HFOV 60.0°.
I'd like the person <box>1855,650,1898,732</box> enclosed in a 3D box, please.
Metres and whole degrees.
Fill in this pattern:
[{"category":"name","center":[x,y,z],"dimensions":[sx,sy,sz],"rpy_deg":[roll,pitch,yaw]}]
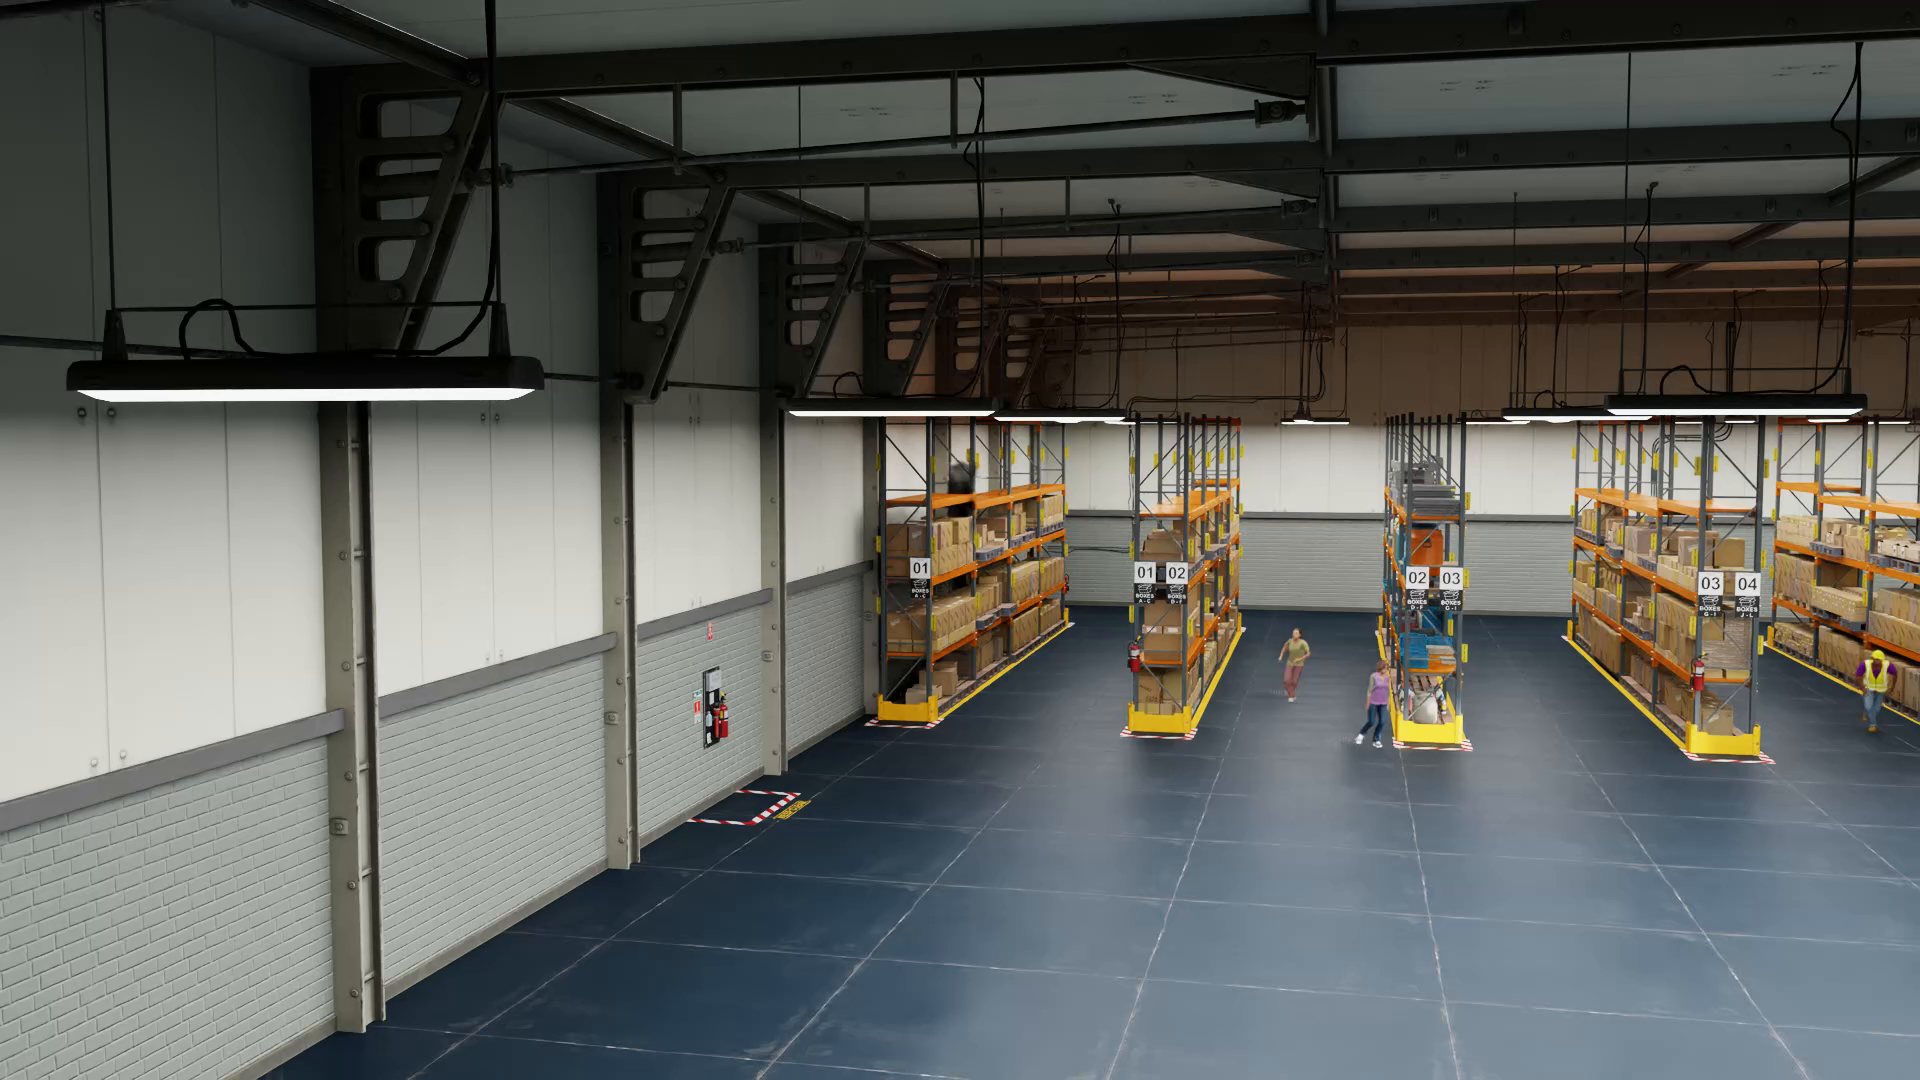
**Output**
[{"category":"person","center":[17.209,2.819,31.258],"dimensions":[0.715,1.584,0.978],"rpy_deg":[1,4,19]}]

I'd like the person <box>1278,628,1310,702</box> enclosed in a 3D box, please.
[{"category":"person","center":[7.005,2.605,34.773],"dimensions":[0.670,1.583,0.541],"rpy_deg":[2,4,24]}]

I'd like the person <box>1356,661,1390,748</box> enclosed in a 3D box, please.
[{"category":"person","center":[7.400,2.929,29.745],"dimensions":[0.542,1.570,0.500],"rpy_deg":[-1,4,-17]}]
